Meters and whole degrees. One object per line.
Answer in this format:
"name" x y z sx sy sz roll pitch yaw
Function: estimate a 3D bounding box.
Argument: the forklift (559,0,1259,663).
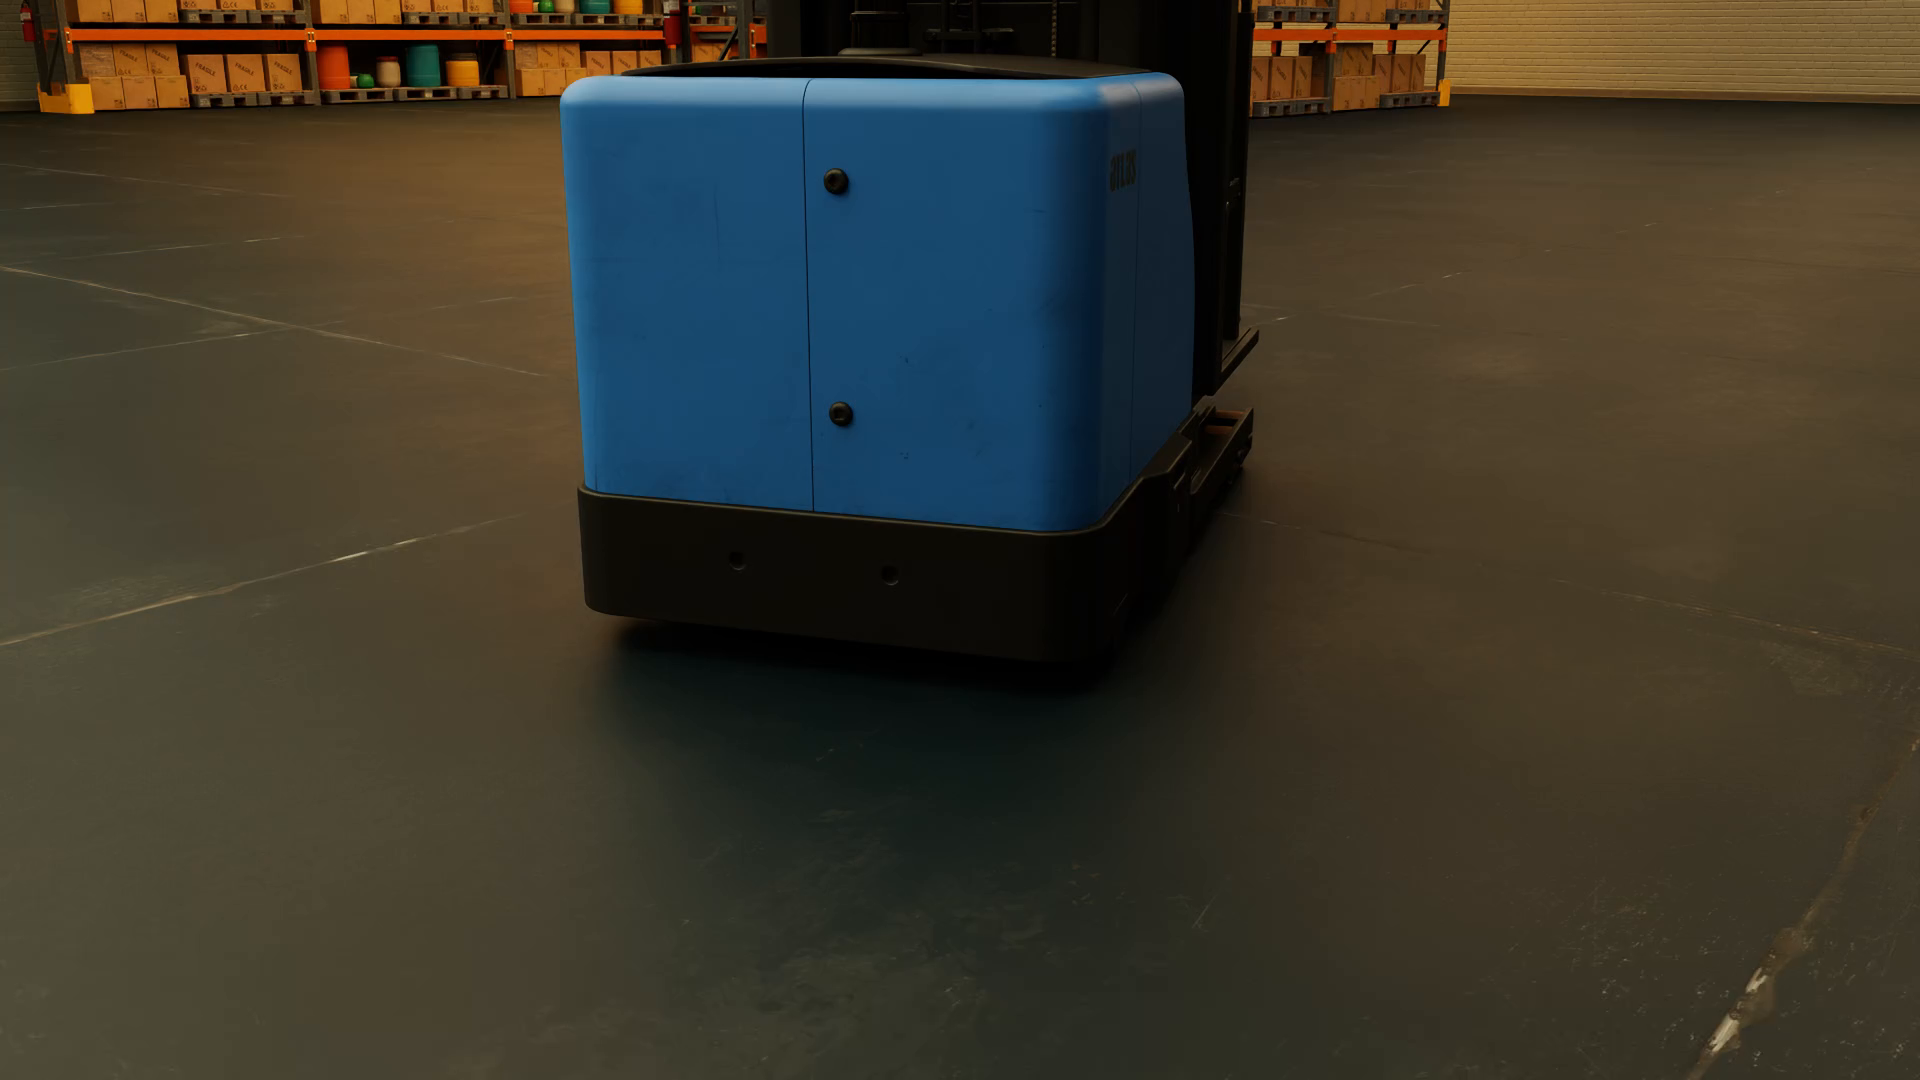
"forklift" 0.182 -1.571 4.072 1.130 2.935 3.031 5 18 17
